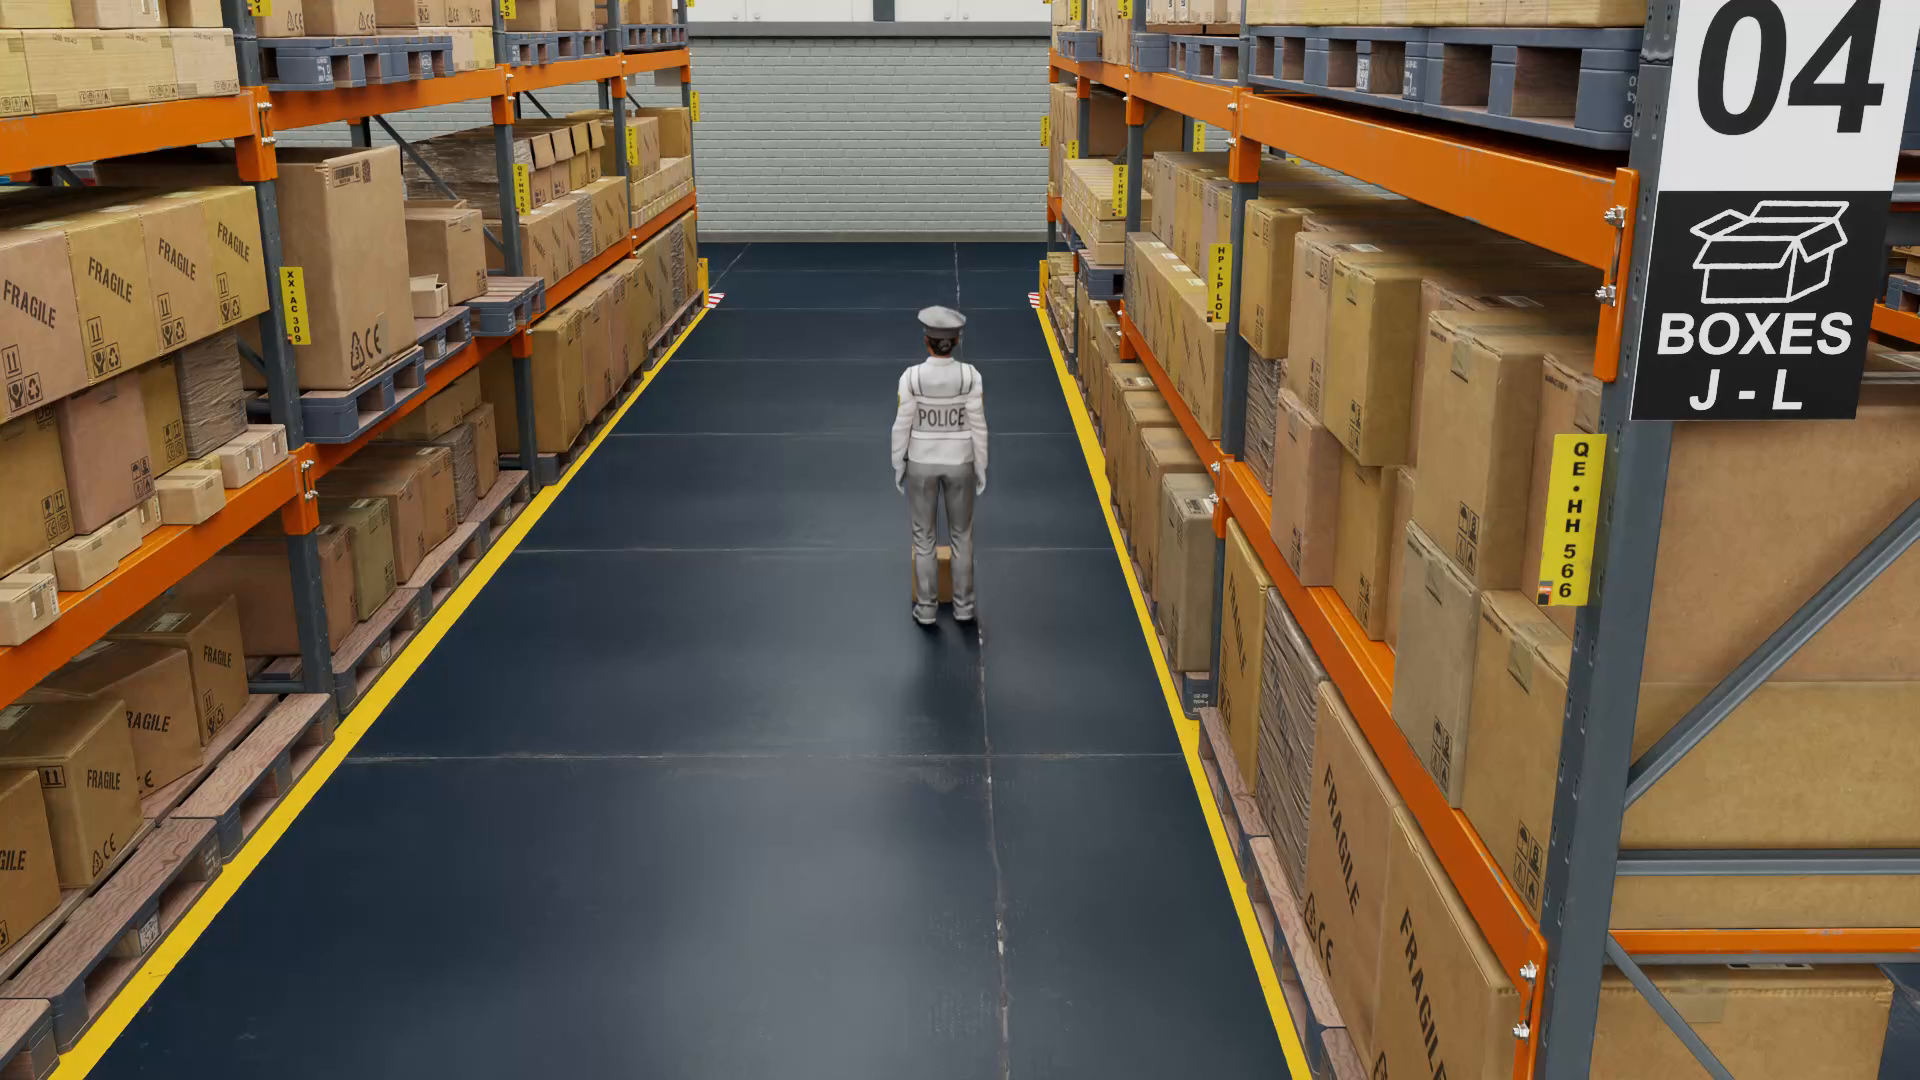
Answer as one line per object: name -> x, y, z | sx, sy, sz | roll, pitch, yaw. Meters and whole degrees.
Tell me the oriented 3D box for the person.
person -> -0.108, -0.365, 8.651 | 0.497, 1.705, 0.399 | -2, 17, -5
